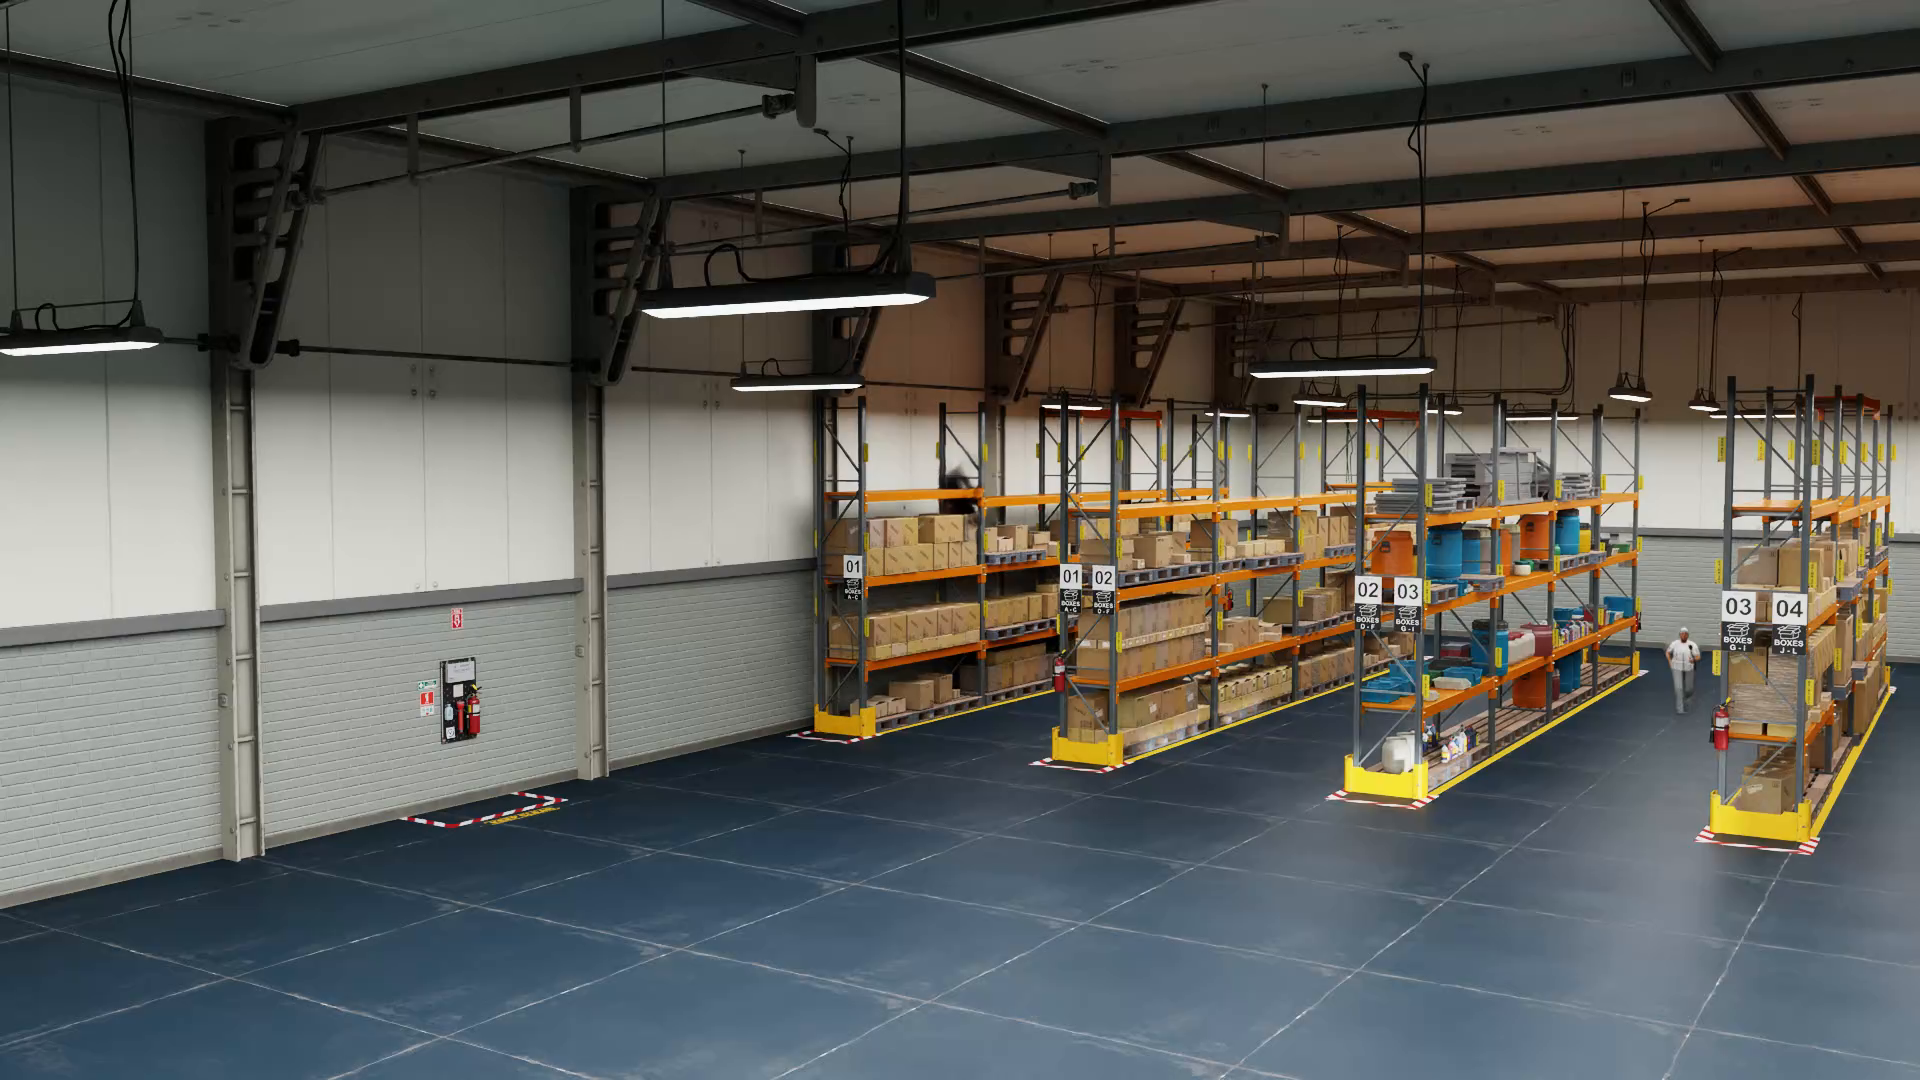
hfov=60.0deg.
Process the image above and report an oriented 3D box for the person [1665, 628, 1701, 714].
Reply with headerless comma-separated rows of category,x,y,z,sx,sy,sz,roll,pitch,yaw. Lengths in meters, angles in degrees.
person,13.920,2.504,32.023,0.620,1.632,0.803,1,3,20
